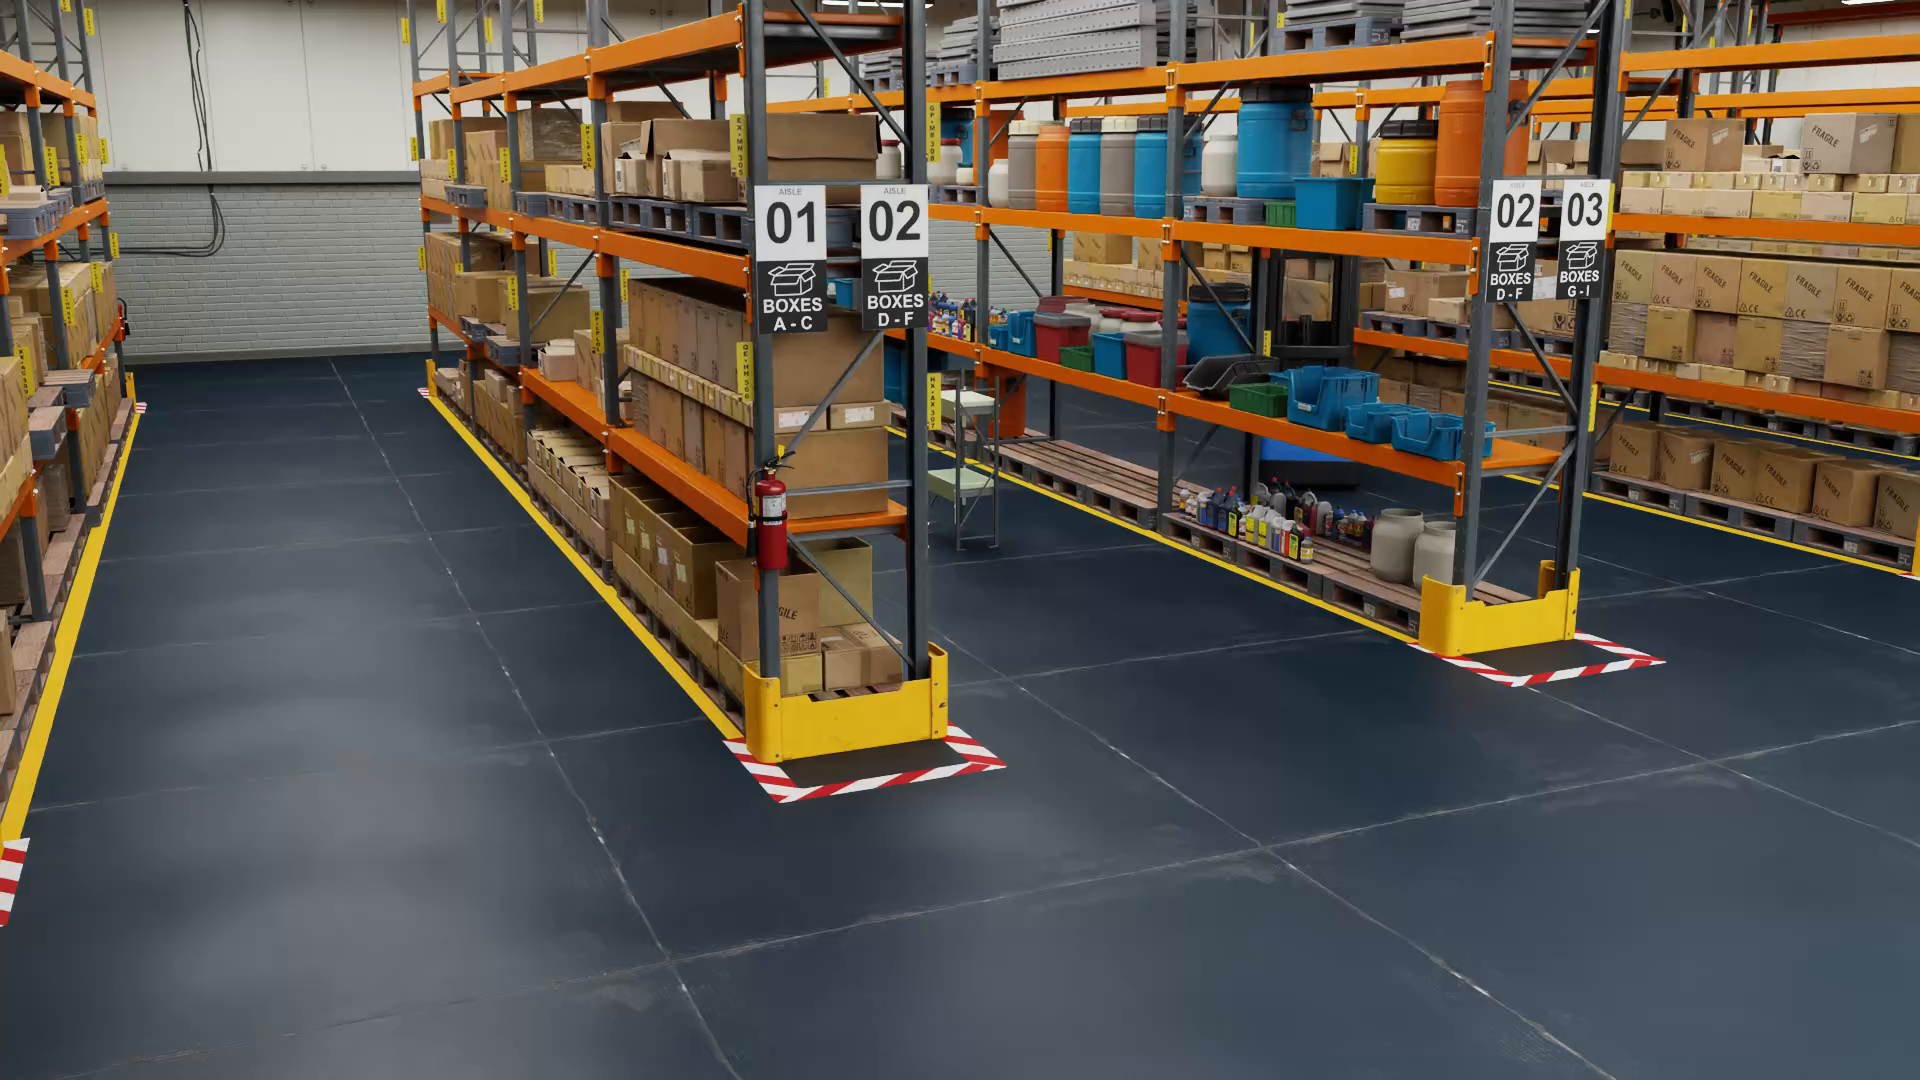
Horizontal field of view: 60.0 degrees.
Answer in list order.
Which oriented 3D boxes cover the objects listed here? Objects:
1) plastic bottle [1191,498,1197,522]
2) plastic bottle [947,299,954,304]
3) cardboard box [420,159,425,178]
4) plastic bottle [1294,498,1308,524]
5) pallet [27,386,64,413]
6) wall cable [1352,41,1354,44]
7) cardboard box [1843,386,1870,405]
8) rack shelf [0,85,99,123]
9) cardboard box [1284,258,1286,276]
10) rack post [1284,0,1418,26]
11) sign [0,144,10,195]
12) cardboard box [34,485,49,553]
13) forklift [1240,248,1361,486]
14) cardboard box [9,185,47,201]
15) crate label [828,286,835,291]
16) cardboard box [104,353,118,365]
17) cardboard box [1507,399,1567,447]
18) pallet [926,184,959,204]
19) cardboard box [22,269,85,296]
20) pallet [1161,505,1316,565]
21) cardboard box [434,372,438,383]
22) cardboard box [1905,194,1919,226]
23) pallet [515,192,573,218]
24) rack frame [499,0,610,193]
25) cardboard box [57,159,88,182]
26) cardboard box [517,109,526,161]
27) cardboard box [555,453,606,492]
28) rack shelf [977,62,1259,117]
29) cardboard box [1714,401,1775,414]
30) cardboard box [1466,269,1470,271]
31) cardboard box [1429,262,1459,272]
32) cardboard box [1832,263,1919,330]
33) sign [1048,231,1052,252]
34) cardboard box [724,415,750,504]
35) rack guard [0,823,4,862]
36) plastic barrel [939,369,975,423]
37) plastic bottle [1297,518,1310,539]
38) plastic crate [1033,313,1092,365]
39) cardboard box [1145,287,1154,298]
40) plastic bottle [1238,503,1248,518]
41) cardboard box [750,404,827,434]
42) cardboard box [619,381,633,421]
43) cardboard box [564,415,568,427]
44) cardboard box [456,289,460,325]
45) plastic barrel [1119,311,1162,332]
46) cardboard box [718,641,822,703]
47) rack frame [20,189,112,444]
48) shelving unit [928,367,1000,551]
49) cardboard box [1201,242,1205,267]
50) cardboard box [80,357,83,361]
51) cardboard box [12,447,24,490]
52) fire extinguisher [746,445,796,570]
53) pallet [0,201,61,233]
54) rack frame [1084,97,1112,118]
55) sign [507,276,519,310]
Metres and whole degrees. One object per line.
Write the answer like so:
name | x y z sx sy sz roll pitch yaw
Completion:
plastic bottle | 2.079 -0.263 14.582 0.097 0.201 0.097 0 13 0
plastic bottle | -0.131 -2.919 21.107 0.152 0.276 0.135 -6 14 -23
cardboard box | -7.109 -5.094 22.798 0.500 0.250 0.500 -6 14 -23
plastic bottle | 2.916 -0.222 14.225 0.061 0.283 0.133 -6 14 -23
pallet | -7.578 -0.992 12.928 1.003 0.211 1.213 -6 14 -23
wall cable | 8.546 -9.453 35.757 0.463 3.000 0.029 -6 14 -23
cardboard box | 7.775 -1.250 14.173 0.380 0.149 0.250 -6 14 -23
rack shelf | -10.812 -5.108 19.463 1.077 0.370 4.000 -6 14 -23
cardboard box | 4.396 -3.796 22.170 0.797 0.503 0.637 -5 14 -21
rack post | 3.069 -4.016 12.432 0.937 0.300 0.954 -6 14 -24
sign | -6.312 -2.428 10.909 0.100 0.325 0.005 -6 14 -23
cardboard box | -7.748 -0.126 13.330 0.700 0.500 0.500 -6 14 -23
forklift | 3.712 -2.271 18.181 1.130 2.935 3.031 1 13 5
cardboard box | -7.873 -2.794 13.790 0.500 0.311 0.500 -6 14 -23
crate label | -1.806 -3.670 24.528 0.396 0.136 0.243 -6 14 -23
cardboard box | -11.023 -2.301 21.331 0.380 0.149 0.250 -6 14 -24
cardboard box | 6.409 -1.232 18.108 0.700 0.500 0.500 -6 14 -23
pallet | -0.073 -4.194 20.105 1.003 0.211 1.213 -6 14 -23
cardboard box | -9.189 -2.600 16.864 0.500 0.250 0.500 -5 14 -22
pallet | 2.502 -0.058 14.652 1.003 0.211 1.213 -6 14 -23
cardboard box | -7.223 -2.299 23.499 0.380 0.149 0.250 -6 14 -23
cardboard box | 7.986 -2.645 13.326 0.500 0.250 0.500 -5 14 -22
pallet | -3.518 -3.176 15.706 1.213 0.211 1.003 -5 14 -20
rack frame | -3.871 -4.861 15.918 1.000 3.000 0.127 -6 14 -23
cardboard box | -10.046 -4.125 18.568 0.500 0.250 0.500 -6 14 -23
cardboard box | -4.245 -4.132 16.979 0.500 0.500 0.500 -6 14 -23
cardboard box | -3.304 -0.623 14.831 0.500 0.311 0.500 -6 14 -24
rack shelf | 1.470 -4.350 16.188 1.077 0.370 4.000 -6 14 -23
cardboard box | 10.307 -2.054 21.151 1.050 0.750 0.750 -5 14 -22
cardboard box | 7.926 -4.046 25.323 0.380 0.149 0.250 -6 14 -26
cardboard box | 7.737 -4.354 26.150 0.500 0.500 0.500 -6 14 -23
cardboard box | 7.759 -2.055 13.997 0.500 0.500 0.500 -6 14 -23
sign | 1.491 -4.897 27.280 0.100 0.325 0.005 -6 14 -23
cardboard box | -1.057 -0.540 10.330 0.700 0.500 0.500 -5 14 -22
rack guard | -5.235 1.364 7.866 1.175 0.500 0.348 -6 14 -23
plastic barrel | 0.005 -1.748 20.187 0.600 0.588 0.708 -6 14 -23
plastic bottle | 2.757 -0.028 13.385 0.061 0.283 0.133 -6 14 -23
plastic crate | 1.036 -2.055 16.955 0.402 0.464 0.583 -6 14 -23
cardboard box | 2.976 -3.676 24.659 0.380 0.149 0.250 -6 14 -24
plastic bottle | 2.383 -0.174 14.044 0.097 0.271 0.097 0 13 0
cardboard box | -0.994 -0.712 9.635 0.380 0.149 0.250 -6 14 -24
cardboard box | -2.506 -1.137 13.463 0.500 0.250 0.500 -5 14 -19
cardboard box | -4.007 -1.163 17.809 0.500 0.500 0.500 -6 14 -25
cardboard box | -5.909 -2.894 20.500 0.500 0.500 0.500 -5 14 -22
plastic barrel | 1.795 -1.994 16.532 0.433 0.535 0.433 0 13 0
cardboard box | -1.152 0.765 10.079 0.500 0.250 0.500 -6 14 -23
rack frame | -10.011 -2.317 18.228 1.000 3.000 0.127 -6 14 -23
shelving unit | 0.003 -0.729 14.695 0.431 1.500 0.755 -6 14 -23
cardboard box | 3.647 -4.218 24.454 0.500 0.500 0.500 -6 14 -23
cardboard box | -9.147 -1.894 16.912 0.380 0.149 0.250 -6 14 -25
cardboard box | -6.147 -0.427 10.349 0.500 0.250 0.500 -6 14 -23
fire extinguisher | -1.045 -0.182 9.175 0.296 0.674 0.183 -6 14 -23
pallet | -7.374 -2.385 12.287 1.213 0.211 1.003 -6 14 -23
rack frame | 2.002 -7.408 26.922 1.000 3.000 0.127 -6 14 -23
sign | -4.365 -2.413 16.252 0.100 0.325 0.005 -6 14 -23
